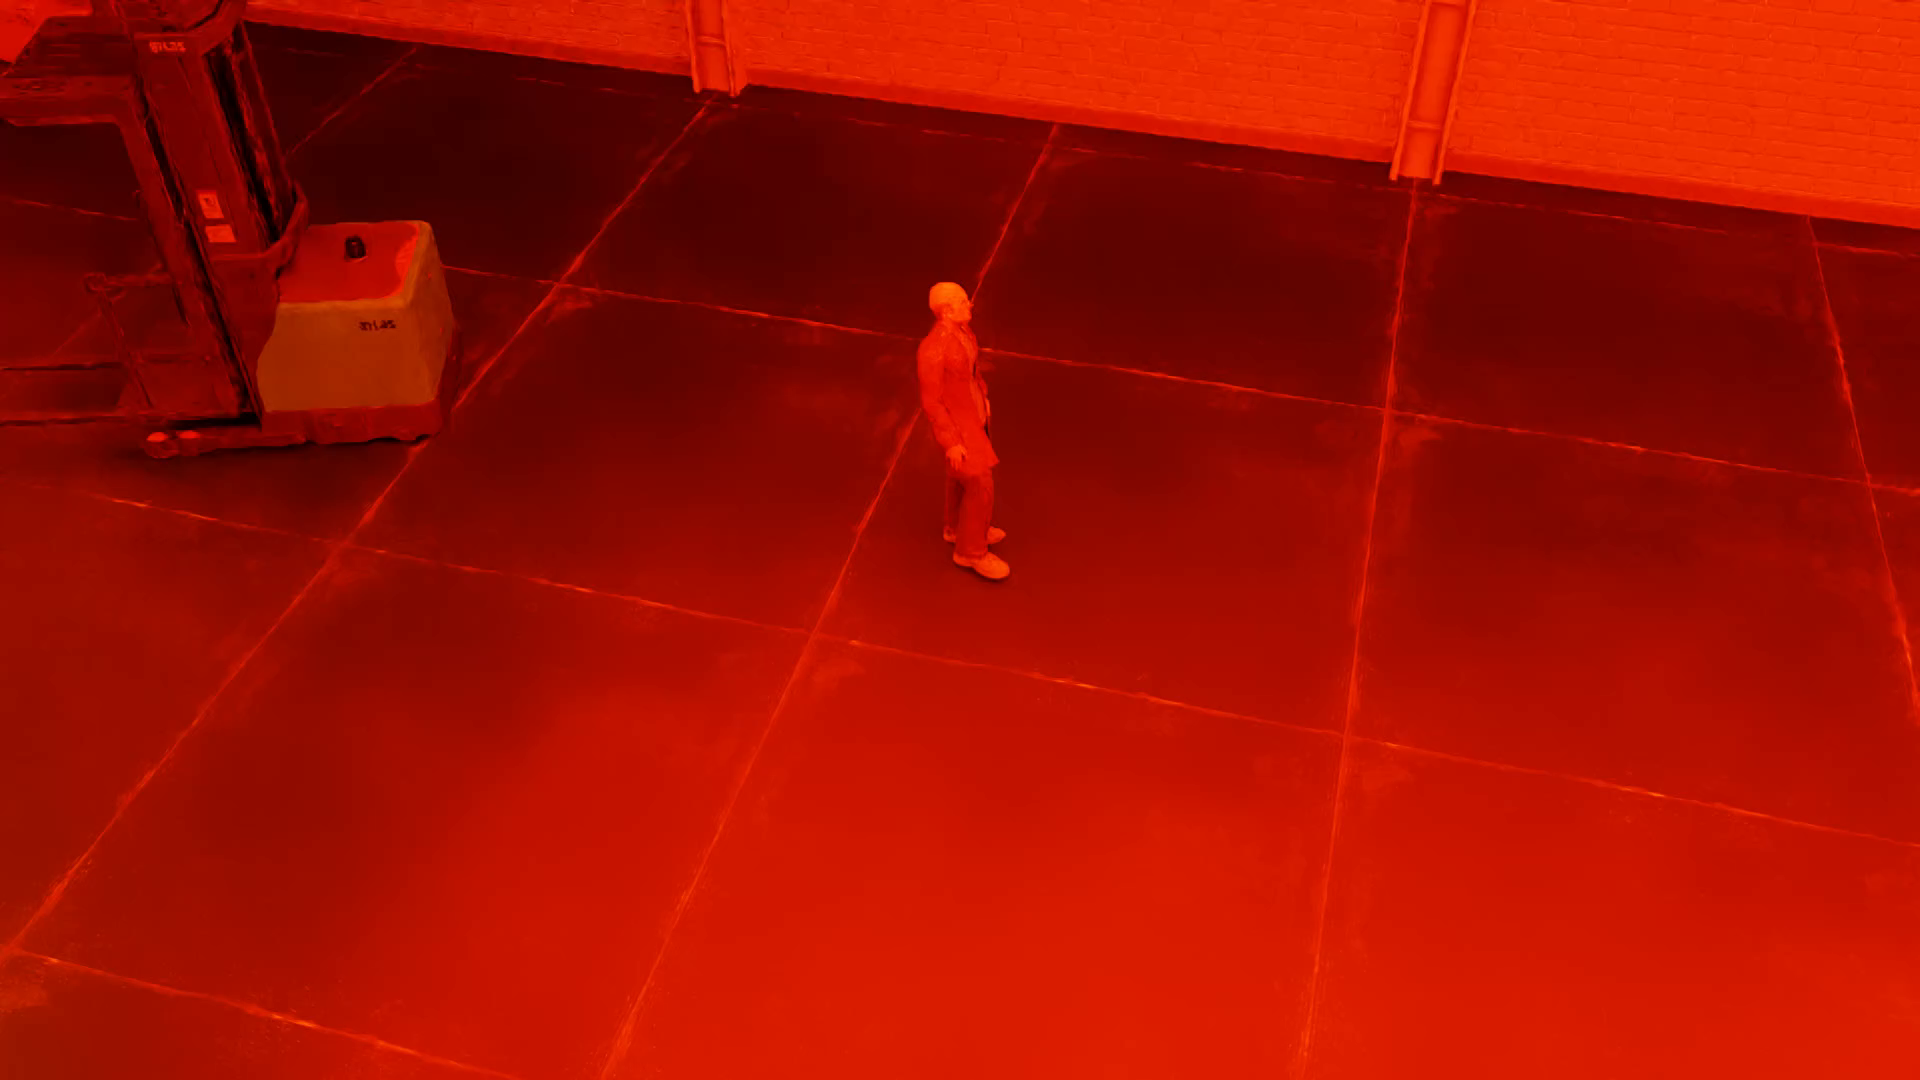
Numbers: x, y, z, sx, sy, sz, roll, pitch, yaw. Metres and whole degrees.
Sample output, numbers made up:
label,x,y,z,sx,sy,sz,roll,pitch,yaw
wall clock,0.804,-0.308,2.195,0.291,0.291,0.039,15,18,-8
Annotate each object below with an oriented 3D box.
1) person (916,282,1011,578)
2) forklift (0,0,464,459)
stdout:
label,x,y,z,sx,sy,sz,roll,pitch,yaw
person,0.085,-0.656,9.473,0.586,1.774,0.694,10,42,11
forklift,-4.895,-1.990,10.132,3.031,2.935,1.130,-3,41,-4
